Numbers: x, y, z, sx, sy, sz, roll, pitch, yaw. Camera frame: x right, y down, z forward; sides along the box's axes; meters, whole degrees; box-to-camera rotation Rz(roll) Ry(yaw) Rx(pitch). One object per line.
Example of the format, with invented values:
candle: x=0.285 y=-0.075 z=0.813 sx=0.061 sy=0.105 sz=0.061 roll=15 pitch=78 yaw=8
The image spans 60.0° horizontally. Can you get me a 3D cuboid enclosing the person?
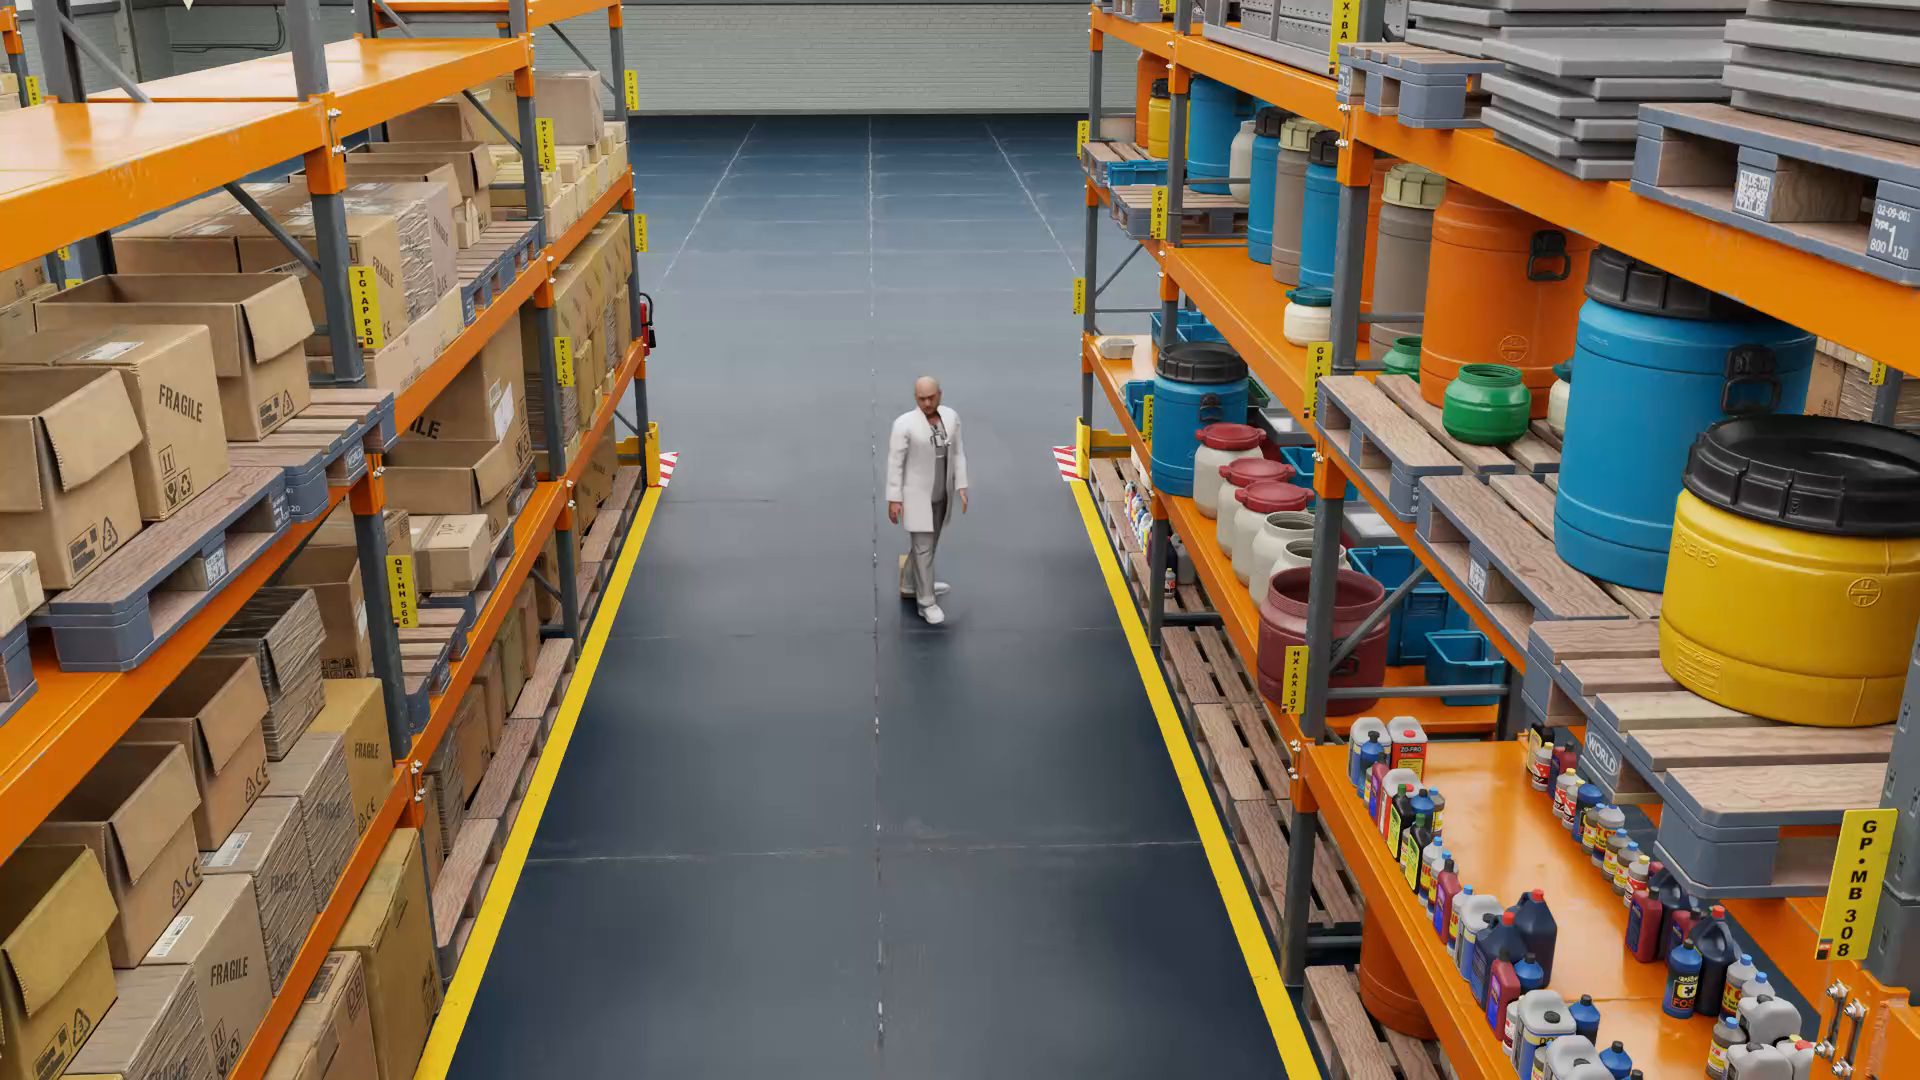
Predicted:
person: x=-0.242 y=-0.320 z=11.956 sx=0.620 sy=1.775 sz=0.714 roll=-16 pitch=25 yaw=-37
